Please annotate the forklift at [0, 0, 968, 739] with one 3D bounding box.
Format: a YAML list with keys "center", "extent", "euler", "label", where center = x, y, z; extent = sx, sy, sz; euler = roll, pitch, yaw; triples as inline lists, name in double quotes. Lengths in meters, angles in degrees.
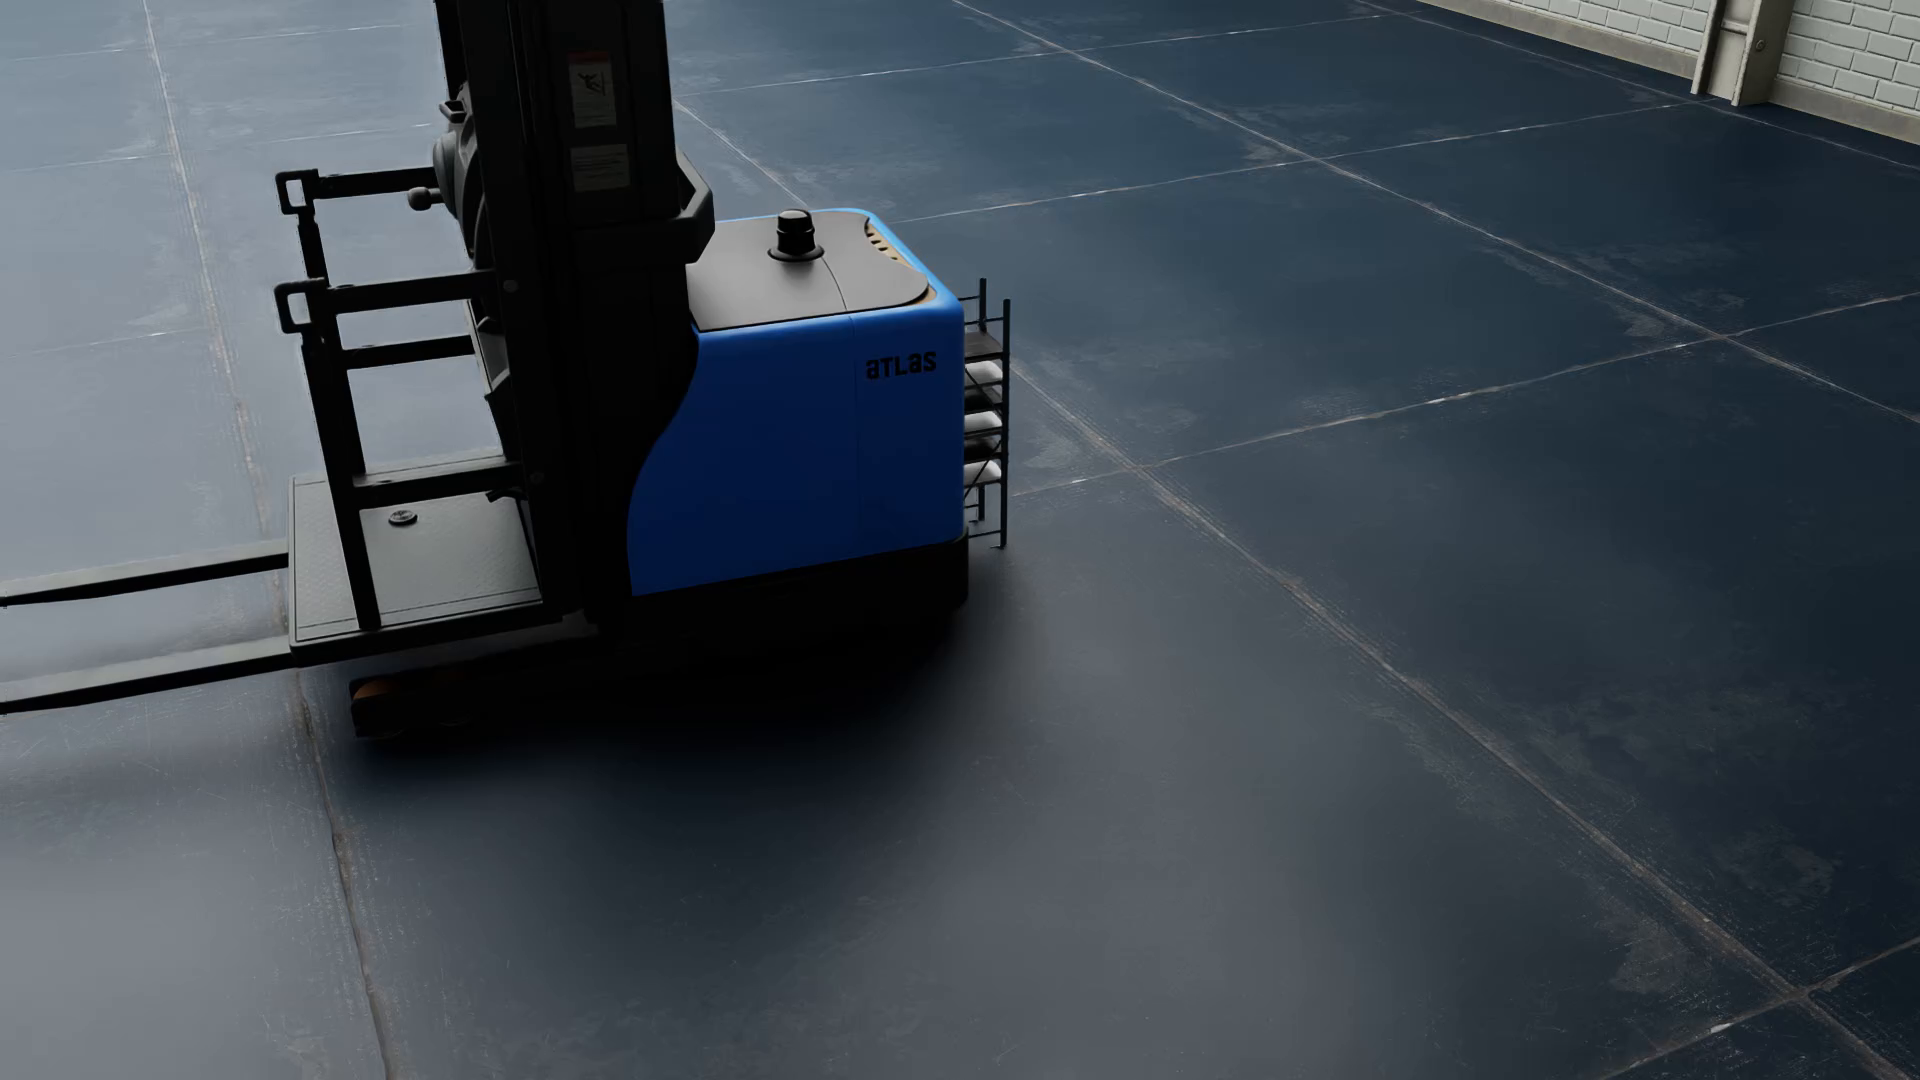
- center: [-1.548, -1.002, 4.541]
  extent: [3.031, 2.935, 1.130]
  euler: [-10, 31, -17]
  label: "forklift"

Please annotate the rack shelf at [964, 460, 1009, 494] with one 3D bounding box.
- center: [0.010, -0.211, 5.643]
  extent: [0.258, 0.077, 0.200]
  euler: [-11, 31, -18]
  label: "rack shelf"

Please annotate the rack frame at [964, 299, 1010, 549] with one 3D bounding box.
- center: [0.047, -0.351, 5.456]
  extent: [0.240, 0.900, 0.006]
  euler: [-11, 31, -18]
  label: "rack frame"

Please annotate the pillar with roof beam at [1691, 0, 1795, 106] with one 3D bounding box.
- center: [1.190, -5.943, 7.149]
  extent: [9.100, 9.000, 0.400]
  euler: [-13, 32, -22]
  label: "pillar with roof beam"

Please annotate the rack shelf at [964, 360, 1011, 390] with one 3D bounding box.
- center: [0.010, -0.525, 5.467]
  extent: [0.258, 0.077, 0.200]
  euler: [-11, 31, -18]
  label: "rack shelf"

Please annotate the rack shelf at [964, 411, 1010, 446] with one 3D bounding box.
- center: [0.010, -0.368, 5.555]
  extent: [0.258, 0.077, 0.200]
  euler: [-11, 31, -18]
  label: "rack shelf"

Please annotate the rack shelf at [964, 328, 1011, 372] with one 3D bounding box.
- center: [0.010, -0.604, 5.423]
  extent: [0.258, 0.077, 0.200]
  euler: [-11, 31, -18]
  label: "rack shelf"

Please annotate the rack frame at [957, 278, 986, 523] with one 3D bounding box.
- center: [-0.027, -0.444, 5.621]
  extent: [0.240, 0.900, 0.006]
  euler: [-11, 31, -18]
  label: "rack frame"

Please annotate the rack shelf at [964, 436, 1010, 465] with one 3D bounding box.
- center: [0.010, -0.290, 5.599]
  extent: [0.258, 0.077, 0.200]
  euler: [-11, 31, -18]
  label: "rack shelf"

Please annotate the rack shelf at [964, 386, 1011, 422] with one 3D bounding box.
- center: [0.010, -0.447, 5.511]
  extent: [0.258, 0.077, 0.200]
  euler: [-11, 31, -18]
  label: "rack shelf"

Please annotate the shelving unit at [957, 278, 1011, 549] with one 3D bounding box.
- center: [0.010, -0.397, 5.538]
  extent: [0.258, 0.900, 0.210]
  euler: [-11, 31, -18]
  label: "shelving unit"
